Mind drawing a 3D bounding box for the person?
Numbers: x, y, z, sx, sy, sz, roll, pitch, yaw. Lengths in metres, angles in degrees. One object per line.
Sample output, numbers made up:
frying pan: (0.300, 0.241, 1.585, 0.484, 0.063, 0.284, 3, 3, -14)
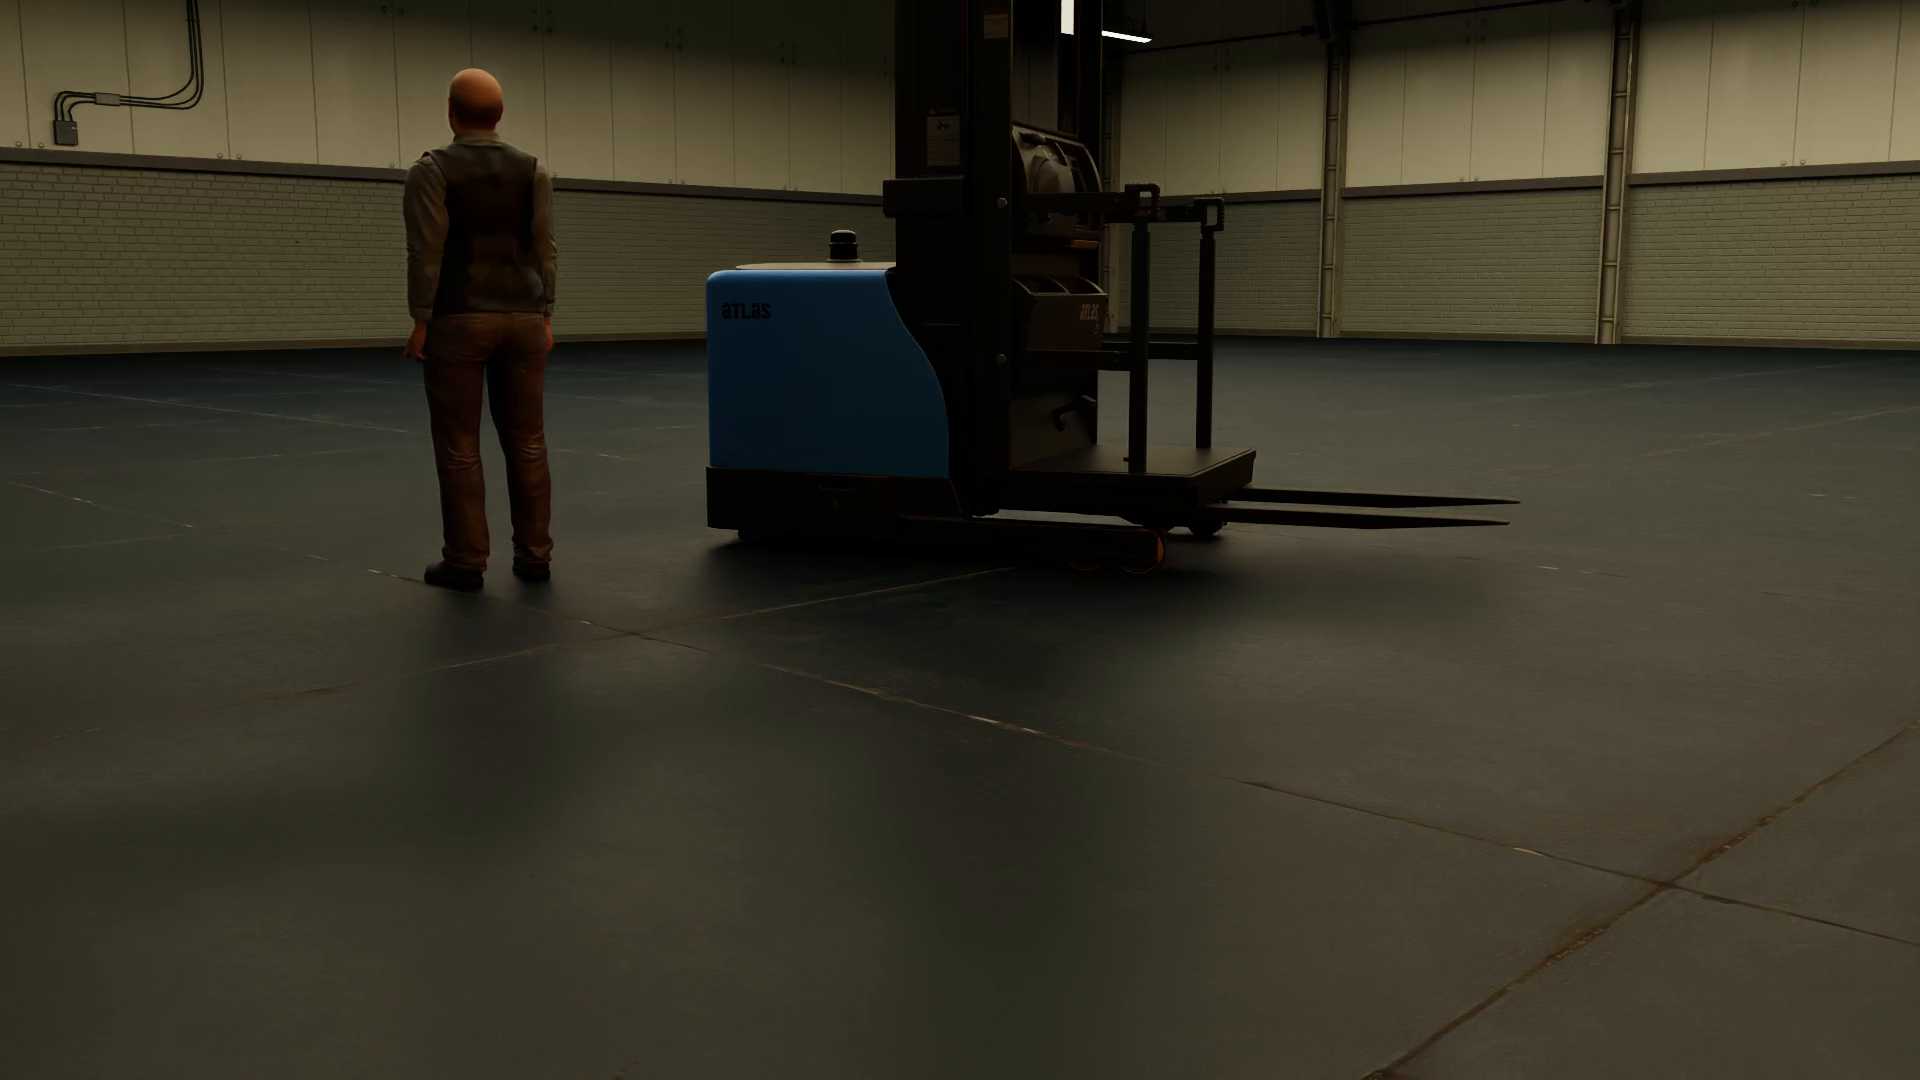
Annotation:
person: (-1.632, -0.709, 5.655, 0.524, 1.723, 0.370, -7, 11, -38)

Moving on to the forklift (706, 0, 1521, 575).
forklift: (0.565, -1.416, 6.275, 3.031, 2.935, 1.130, 3, 9, 22)
